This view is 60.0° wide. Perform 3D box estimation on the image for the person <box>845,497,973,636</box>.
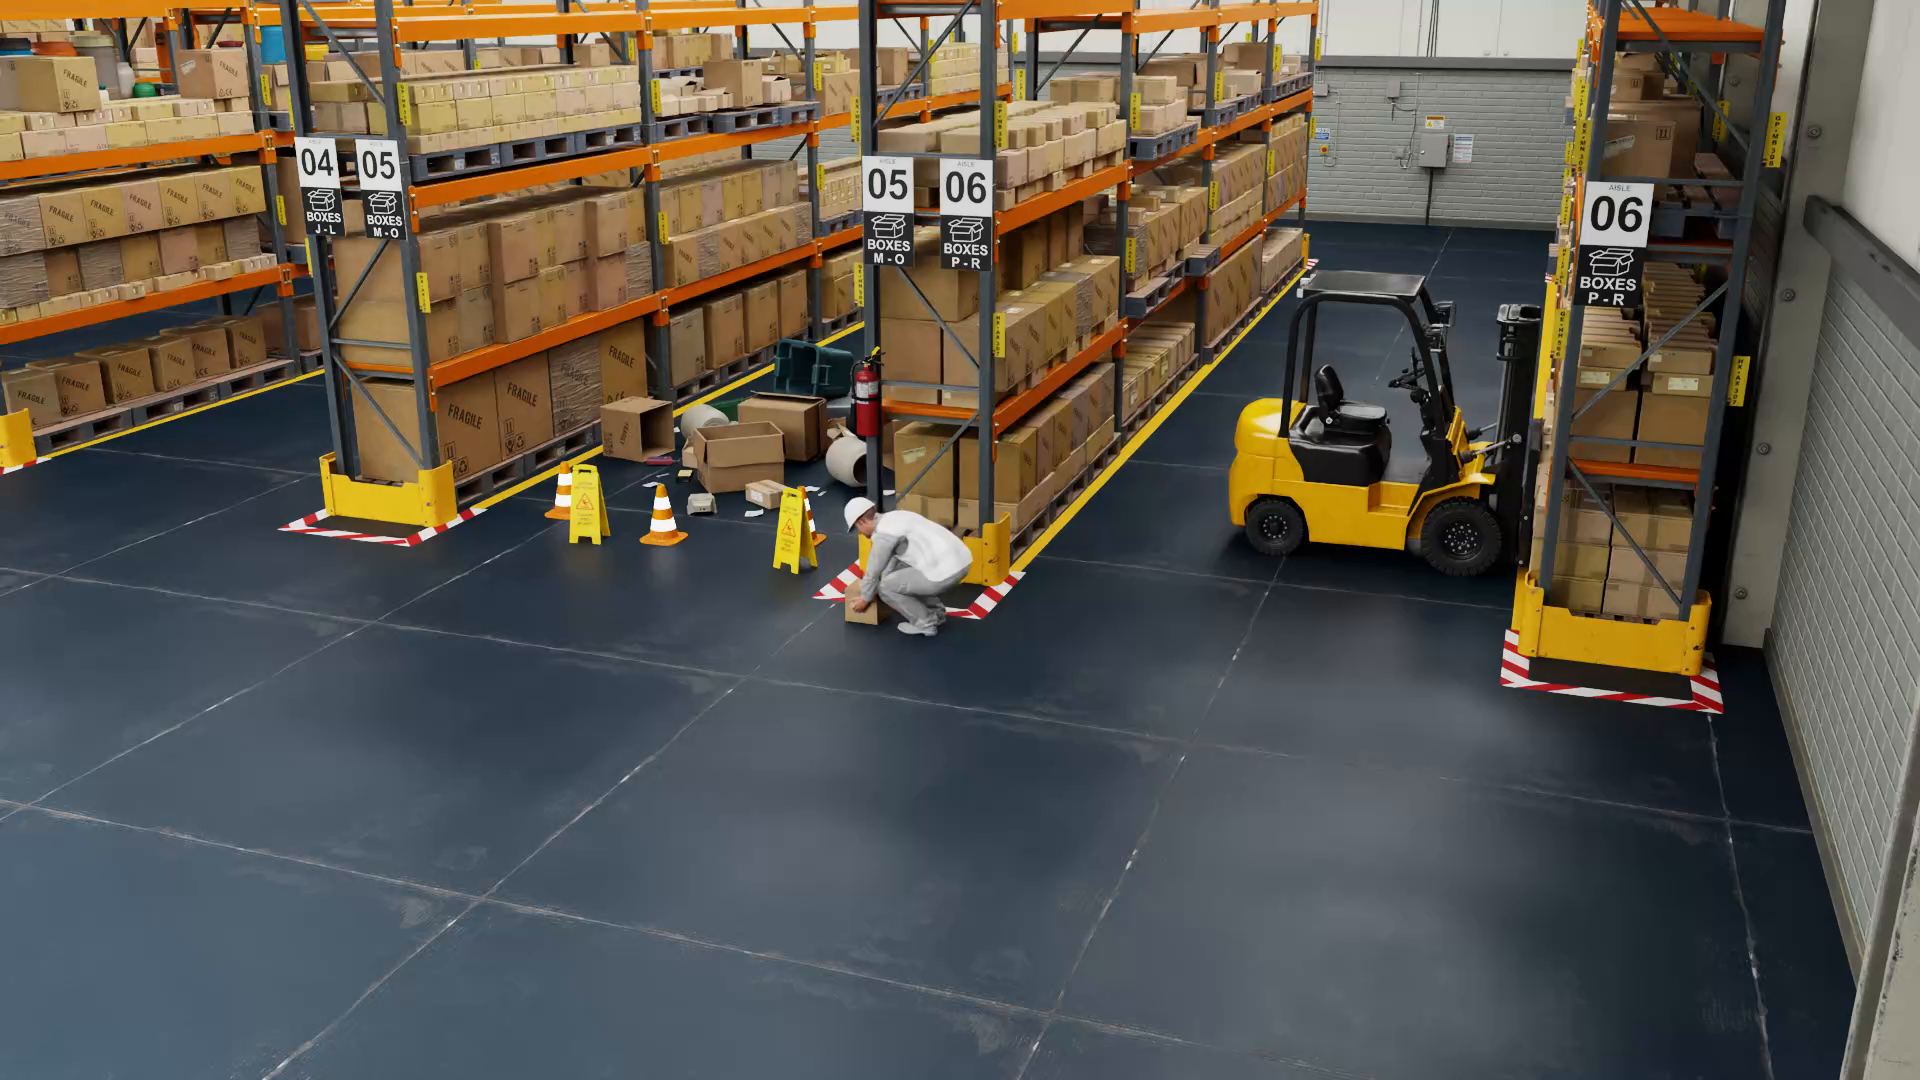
[{"bbox_3d":[-0.380,0.174,11.838,0.913,0.930,0.529,8,20,23],"label":"person"}]
